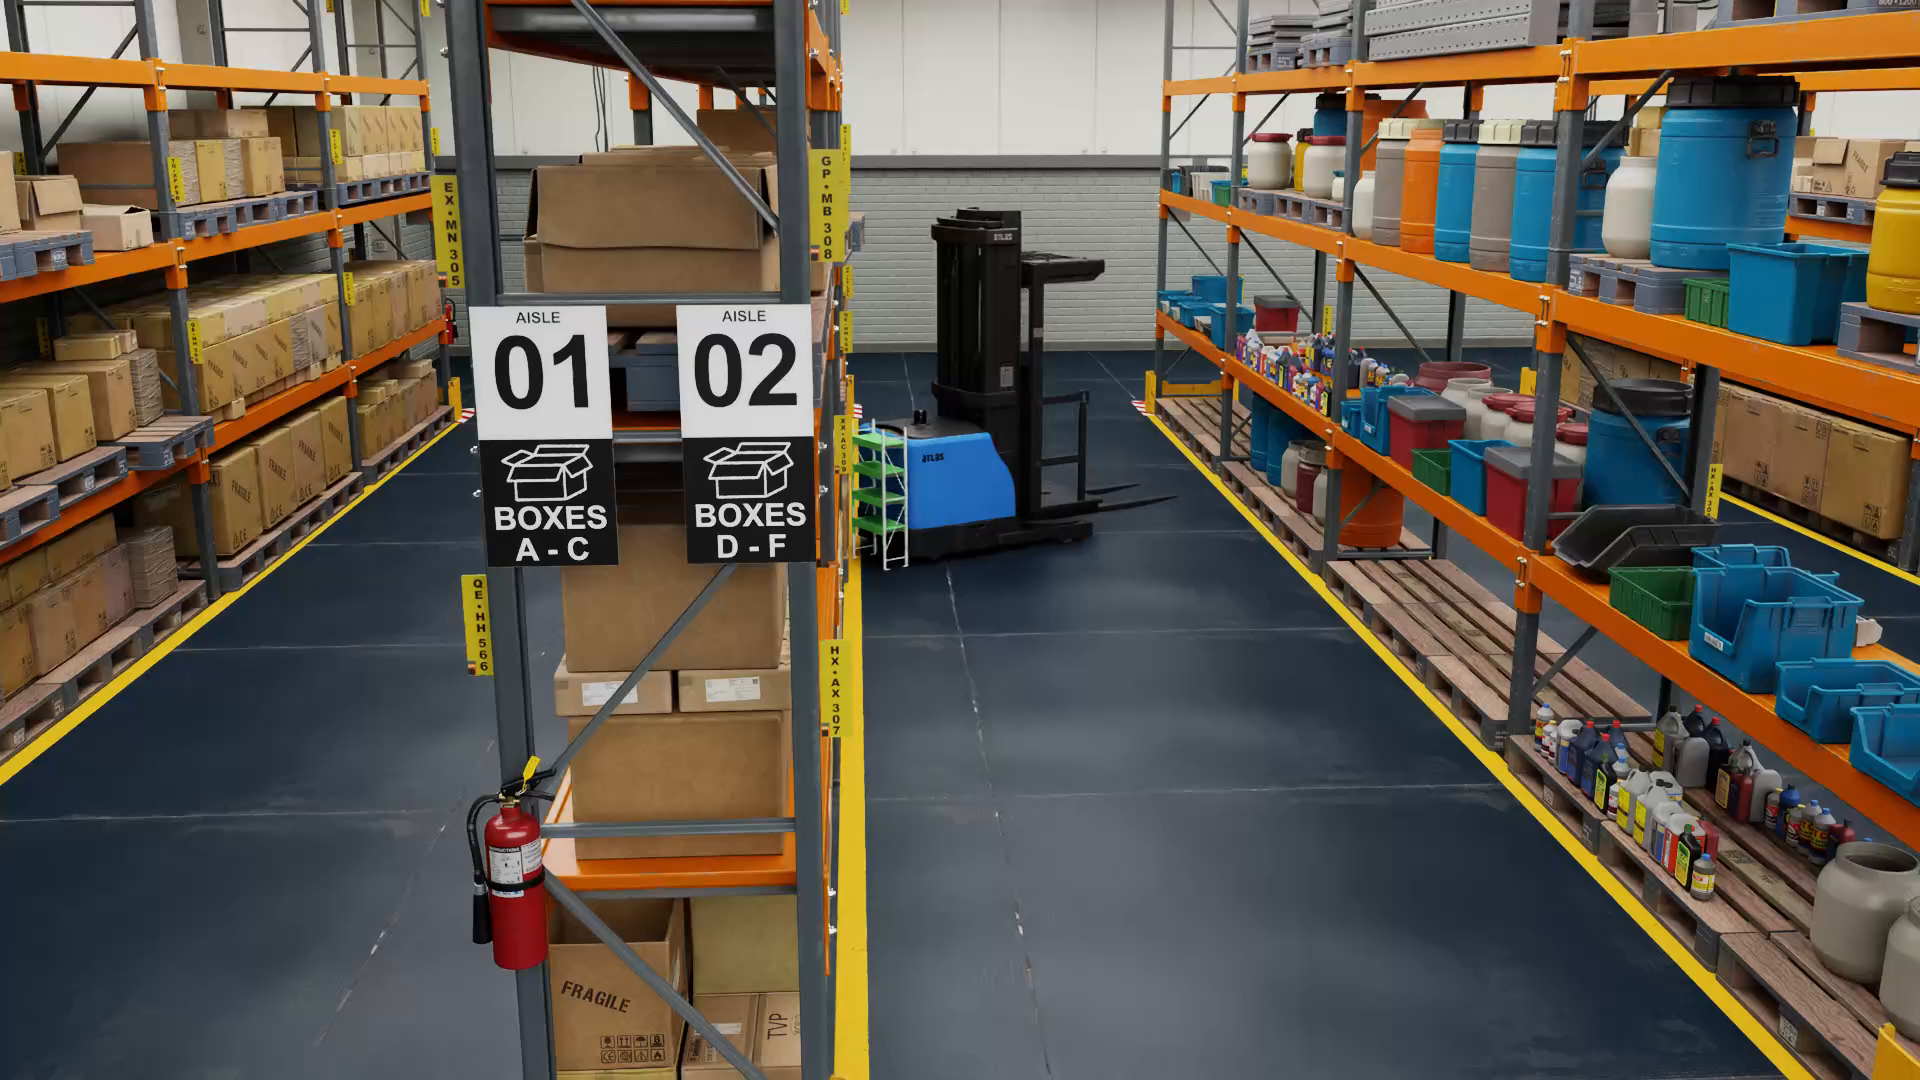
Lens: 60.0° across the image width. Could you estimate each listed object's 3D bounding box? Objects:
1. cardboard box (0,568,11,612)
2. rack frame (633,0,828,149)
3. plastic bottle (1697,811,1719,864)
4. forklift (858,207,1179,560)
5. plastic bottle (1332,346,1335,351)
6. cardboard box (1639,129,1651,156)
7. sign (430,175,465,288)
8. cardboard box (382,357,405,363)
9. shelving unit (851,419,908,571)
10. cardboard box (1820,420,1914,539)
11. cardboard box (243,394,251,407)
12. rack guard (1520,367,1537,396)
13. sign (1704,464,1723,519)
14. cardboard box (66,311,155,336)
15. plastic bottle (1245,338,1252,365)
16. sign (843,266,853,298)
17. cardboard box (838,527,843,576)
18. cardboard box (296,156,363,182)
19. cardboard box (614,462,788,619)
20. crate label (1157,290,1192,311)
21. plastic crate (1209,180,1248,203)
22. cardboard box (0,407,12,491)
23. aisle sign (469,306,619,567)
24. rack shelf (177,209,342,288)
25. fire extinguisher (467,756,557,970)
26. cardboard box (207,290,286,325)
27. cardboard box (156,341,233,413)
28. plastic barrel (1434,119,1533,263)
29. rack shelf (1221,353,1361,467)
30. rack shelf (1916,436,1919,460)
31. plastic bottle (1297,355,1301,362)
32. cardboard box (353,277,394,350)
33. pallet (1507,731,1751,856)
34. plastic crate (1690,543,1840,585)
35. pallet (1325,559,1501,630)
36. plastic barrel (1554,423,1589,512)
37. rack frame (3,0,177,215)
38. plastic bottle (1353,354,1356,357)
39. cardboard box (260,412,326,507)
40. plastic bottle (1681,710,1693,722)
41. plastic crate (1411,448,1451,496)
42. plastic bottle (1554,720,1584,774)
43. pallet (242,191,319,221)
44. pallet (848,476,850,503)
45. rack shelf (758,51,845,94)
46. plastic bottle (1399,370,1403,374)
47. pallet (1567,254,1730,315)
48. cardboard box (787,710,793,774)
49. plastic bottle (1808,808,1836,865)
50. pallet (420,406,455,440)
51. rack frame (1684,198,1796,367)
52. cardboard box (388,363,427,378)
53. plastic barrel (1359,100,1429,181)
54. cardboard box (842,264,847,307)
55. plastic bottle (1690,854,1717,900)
[{"bbox_3d":[-6.232,0.361,10.232,0.500,0.250,0.500,-1,14,-5],"label":"cardboard box"},{"bbox_3d":[-1.195,-2.964,8.486,1.000,3.000,0.127,-1,14,-3],"label":"rack frame"},{"bbox_3d":[3.564,1.448,7.945,0.061,0.283,0.133,-1,14,-3],"label":"plastic bottle"},{"bbox_3d":[0.610,-1.500,14.973,3.031,2.935,1.130,-9,17,-30],"label":"forklift"},{"bbox_3d":[3.654,-1.754,16.073,0.152,0.276,0.135,-1,14,-3],"label":"plastic bottle"},{"bbox_3d":[8.169,-4.413,18.893,0.700,0.500,0.500,0,14,-1],"label":"cardboard box"},{"bbox_3d":[-1.489,-0.902,4.874,0.100,0.325,0.005,-1,14,-3],"label":"sign"},{"bbox_3d":[-6.946,-2.128,20.148,0.380,0.149,0.250,-1,14,-3],"label":"cardboard box"},{"bbox_3d":[-0.688,-0.391,14.136,0.258,1.200,0.503,-10,18,-34],"label":"shelving unit"},{"bbox_3d":[8.423,-0.551,14.571,1.225,0.875,0.875,-2,15,-6],"label":"cardboard box"},{"bbox_3d":[-6.278,-1.204,14.152,0.380,0.149,0.250,-1,14,-2],"label":"cardboard box"},{"bbox_3d":[7.948,-1.990,21.758,1.175,0.500,0.348,-1,14,-3],"label":"rack guard"},{"bbox_3d":[4.299,-0.274,9.515,0.100,0.325,0.005,-1,14,-3],"label":"sign"},{"bbox_3d":[-6.674,-1.650,13.076,0.500,0.250,0.500,0,14,-2],"label":"cardboard box"},{"bbox_3d":[2.890,-1.878,16.562,0.097,0.271,0.097,0,14,0],"label":"plastic bottle"},{"bbox_3d":[-1.137,-2.618,16.859,0.100,0.325,0.005,-1,14,-3],"label":"sign"},{"bbox_3d":[-1.126,0.059,12.327,0.500,0.311,0.500,-1,14,-4],"label":"cardboard box"},{"bbox_3d":[-6.414,-3.778,16.929,0.500,0.250,0.500,-1,14,-4],"label":"cardboard box"},{"bbox_3d":[-1.004,0.000,6.204,0.700,0.500,0.500,-1,14,-5],"label":"cardboard box"},{"bbox_3d":[2.692,-3.000,20.881,0.416,0.233,0.303,-1,14,-3],"label":"crate label"},{"bbox_3d":[2.879,-3.717,17.768,0.416,0.233,0.300,-1,14,-3],"label":"plastic crate"},{"bbox_3d":[-6.164,-0.509,9.900,0.700,0.500,0.500,1,14,2],"label":"cardboard box"},{"bbox_3d":[-1.236,-0.302,4.962,0.394,0.787,0.004,-1,14,-3],"label":"aisle sign"},{"bbox_3d":[-6.511,-2.577,14.448,1.077,0.370,4.000,-1,14,-3],"label":"rack shelf"},{"bbox_3d":[-1.403,1.011,5.234,0.296,0.674,0.183,-1,14,-3],"label":"fire extinguisher"},{"bbox_3d":[-6.264,-2.043,14.603,0.500,0.250,0.500,-1,14,-5],"label":"cardboard box"},{"bbox_3d":[-6.161,-1.303,13.232,0.500,0.500,0.500,0,14,-2],"label":"cardboard box"},{"bbox_3d":[3.420,-2.278,10.834,0.600,0.901,0.708,-1,14,-3],"label":"plastic barrel"},{"bbox_3d":[3.377,-1.278,15.416,1.077,0.370,4.000,-1,14,-3],"label":"rack shelf"},{"bbox_3d":[8.569,-0.359,11.847,1.077,0.370,4.000,-1,14,-3],"label":"rack shelf"},{"bbox_3d":[3.110,-1.577,15.393,0.097,0.271,0.097,0,14,0],"label":"plastic bottle"},{"bbox_3d":[-6.692,-2.433,17.859,0.980,0.700,0.700,-1,14,-5],"label":"cardboard box"},{"bbox_3d":[3.749,1.384,9.223,1.003,0.211,1.213,-1,14,-3],"label":"pallet"},{"bbox_3d":[4.089,0.209,8.492,0.499,0.251,0.616,-1,14,-3],"label":"plastic crate"},{"bbox_3d":[3.511,0.415,12.990,1.003,0.211,1.213,-1,14,-3],"label":"pallet"},{"bbox_3d":[3.909,-0.441,10.448,0.433,0.535,0.433,0,14,0],"label":"plastic barrel"},{"bbox_3d":[-6.387,-3.881,12.051,1.000,3.000,0.127,-1,14,-3],"label":"rack frame"},{"bbox_3d":[3.659,-1.598,15.476,0.097,0.271,0.097,0,14,0],"label":"plastic bottle"},{"bbox_3d":[-6.406,-0.752,15.401,0.750,0.750,0.750,0,14,-2],"label":"cardboard box"},{"bbox_3d":[4.108,1.083,9.365,0.061,0.283,0.133,0,14,-1],"label":"plastic bottle"},{"bbox_3d":[3.360,-0.460,11.220,0.450,0.188,0.662,-1,14,-3],"label":"plastic crate"},{"bbox_3d":[3.379,1.138,9.166,0.152,0.276,0.135,0,14,-1],"label":"plastic bottle"},{"bbox_3d":[-6.528,-3.103,15.432,0.805,0.209,1.217,-1,15,-6],"label":"pallet"},{"bbox_3d":[-1.602,-0.496,16.530,1.003,0.211,1.213,-1,14,-3],"label":"pallet"},{"bbox_3d":[-1.814,-5.101,18.242,1.077,0.370,4.000,-1,14,-3],"label":"rack shelf"},{"bbox_3d":[3.806,-1.334,14.425,0.061,0.283,0.133,-1,14,-3],"label":"plastic bottle"},{"bbox_3d":[3.891,-1.317,8.485,1.213,0.211,1.003,-1,14,-3],"label":"pallet"},{"bbox_3d":[-1.001,0.641,6.314,0.700,0.500,0.500,-1,14,-2],"label":"cardboard box"},{"bbox_3d":[4.175,1.428,8.048,0.097,0.271,0.097,0,14,0],"label":"plastic bottle"},{"bbox_3d":[-6.755,-1.417,20.111,1.003,0.211,1.213,-1,14,-3],"label":"pallet"},{"bbox_3d":[8.197,-2.200,17.557,1.000,3.000,0.127,-1,14,-3],"label":"rack frame"},{"bbox_3d":[-6.533,-2.007,19.679,0.380,0.149,0.250,0,14,-2],"label":"cardboard box"},{"bbox_3d":[3.469,-3.134,13.463,0.600,0.830,0.708,-1,14,-3],"label":"plastic barrel"},{"bbox_3d":[-1.439,-2.702,17.301,0.500,0.500,0.500,-1,14,-2],"label":"cardboard box"},{"bbox_3d":[3.446,1.553,7.703,0.097,0.201,0.097,0,14,0],"label":"plastic bottle"}]
